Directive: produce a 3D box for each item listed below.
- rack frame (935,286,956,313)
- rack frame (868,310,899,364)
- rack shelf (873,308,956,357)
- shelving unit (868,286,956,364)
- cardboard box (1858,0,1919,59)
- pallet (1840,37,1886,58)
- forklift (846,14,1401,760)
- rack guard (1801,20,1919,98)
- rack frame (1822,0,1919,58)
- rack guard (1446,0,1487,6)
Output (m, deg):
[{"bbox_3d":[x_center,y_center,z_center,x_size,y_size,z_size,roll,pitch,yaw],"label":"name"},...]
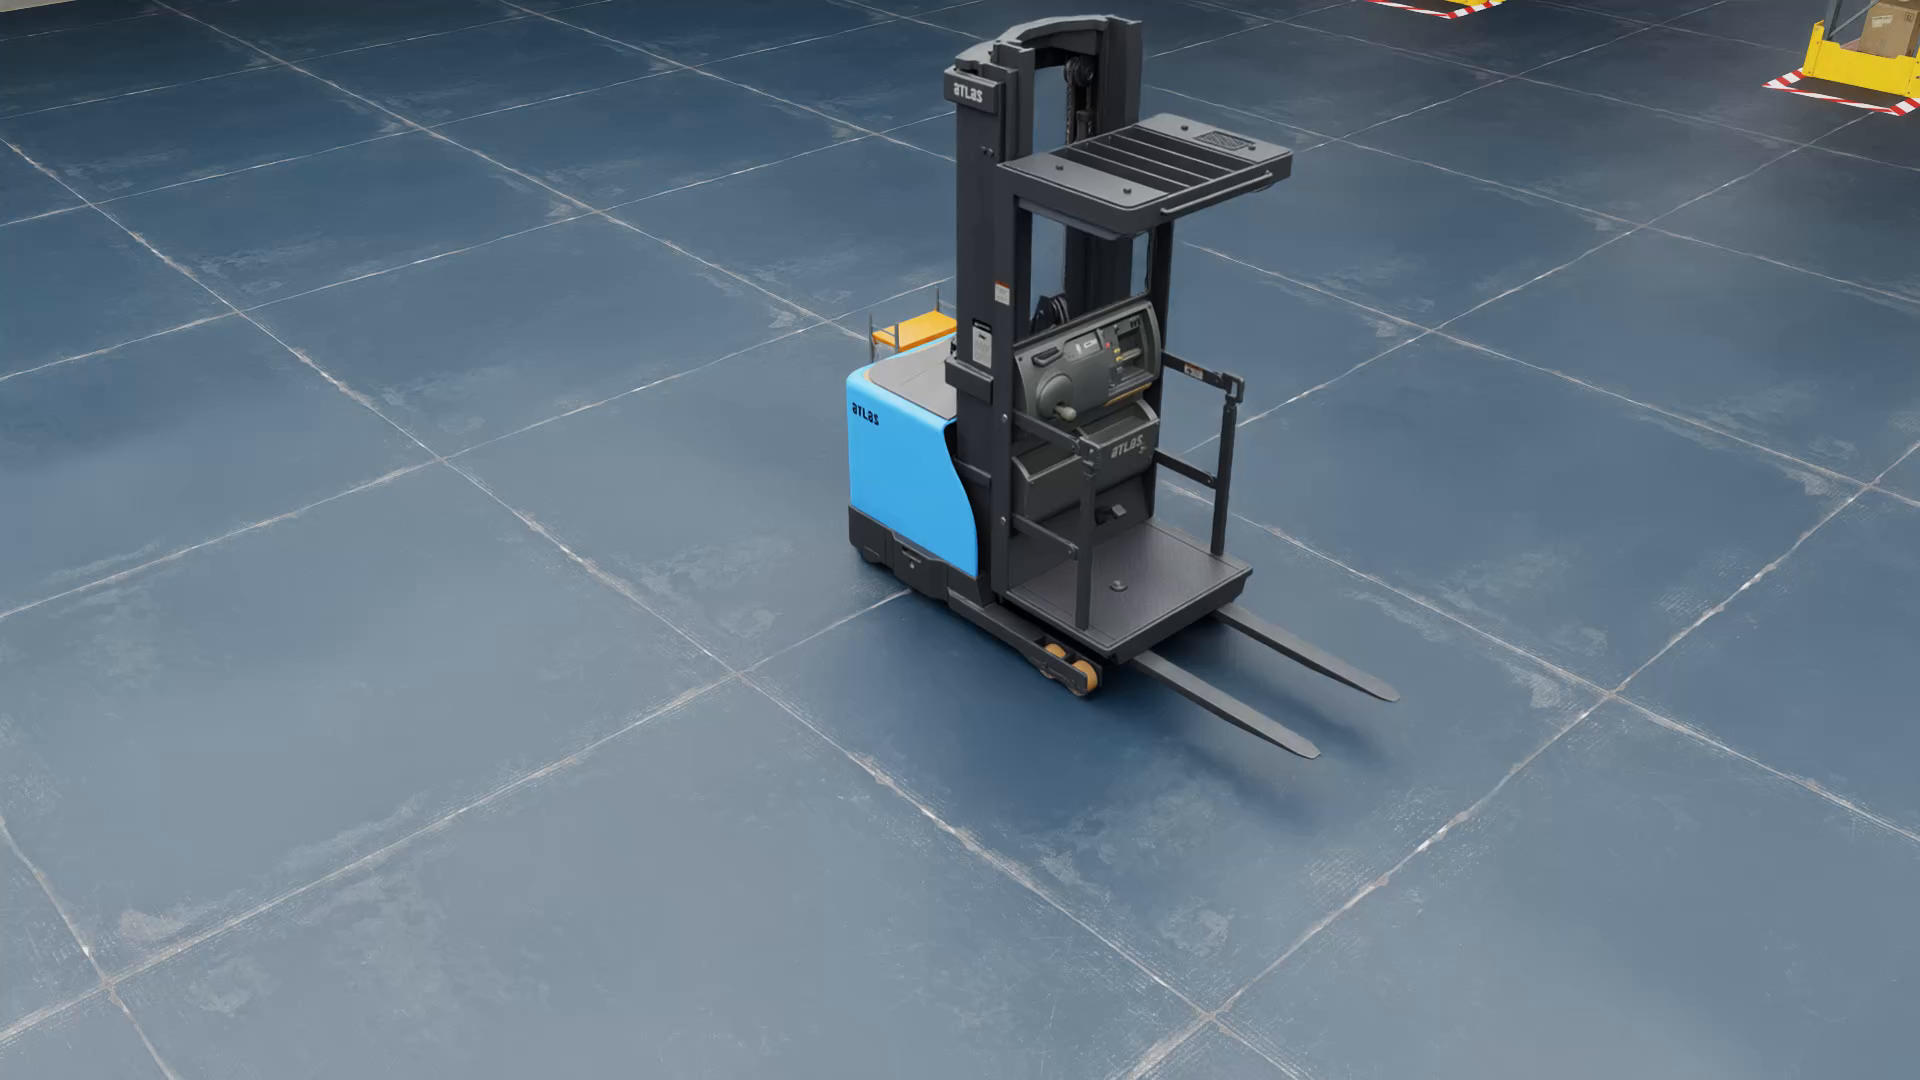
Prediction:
[{"bbox_3d":[-0.050,-0.856,9.498,0.015,1.200,0.240,-26,39,-35],"label":"rack frame"},{"bbox_3d":[-0.409,-0.684,9.216,0.015,1.200,0.240,-26,39,-35],"label":"rack frame"},{"bbox_3d":[-0.231,-1.106,9.154,0.480,0.148,0.258,-26,39,-35],"label":"rack shelf"},{"bbox_3d":[-0.229,-0.770,9.357,0.503,1.200,0.258,-26,39,-35],"label":"shelving unit"},{"bbox_3d":[9.550,-5.197,16.867,0.500,0.500,0.500,-18,36,-27],"label":"cardboard box"},{"bbox_3d":[9.756,-4.981,17.193,1.213,0.211,1.003,-26,40,-35],"label":"pallet"},{"bbox_3d":[0.760,-0.802,7.752,1.130,2.935,3.031,-26,40,-35],"label":"forklift"},{"bbox_3d":[9.136,-4.829,16.669,0.348,0.500,1.175,-26,40,-35],"label":"rack guard"},{"bbox_3d":[9.080,-5.869,15.972,0.127,3.000,1.000,-26,40,-35],"label":"rack frame"},{"bbox_3d":[5.737,-6.742,19.797,0.348,0.500,1.175,-26,40,-35],"label":"rack guard"}]
